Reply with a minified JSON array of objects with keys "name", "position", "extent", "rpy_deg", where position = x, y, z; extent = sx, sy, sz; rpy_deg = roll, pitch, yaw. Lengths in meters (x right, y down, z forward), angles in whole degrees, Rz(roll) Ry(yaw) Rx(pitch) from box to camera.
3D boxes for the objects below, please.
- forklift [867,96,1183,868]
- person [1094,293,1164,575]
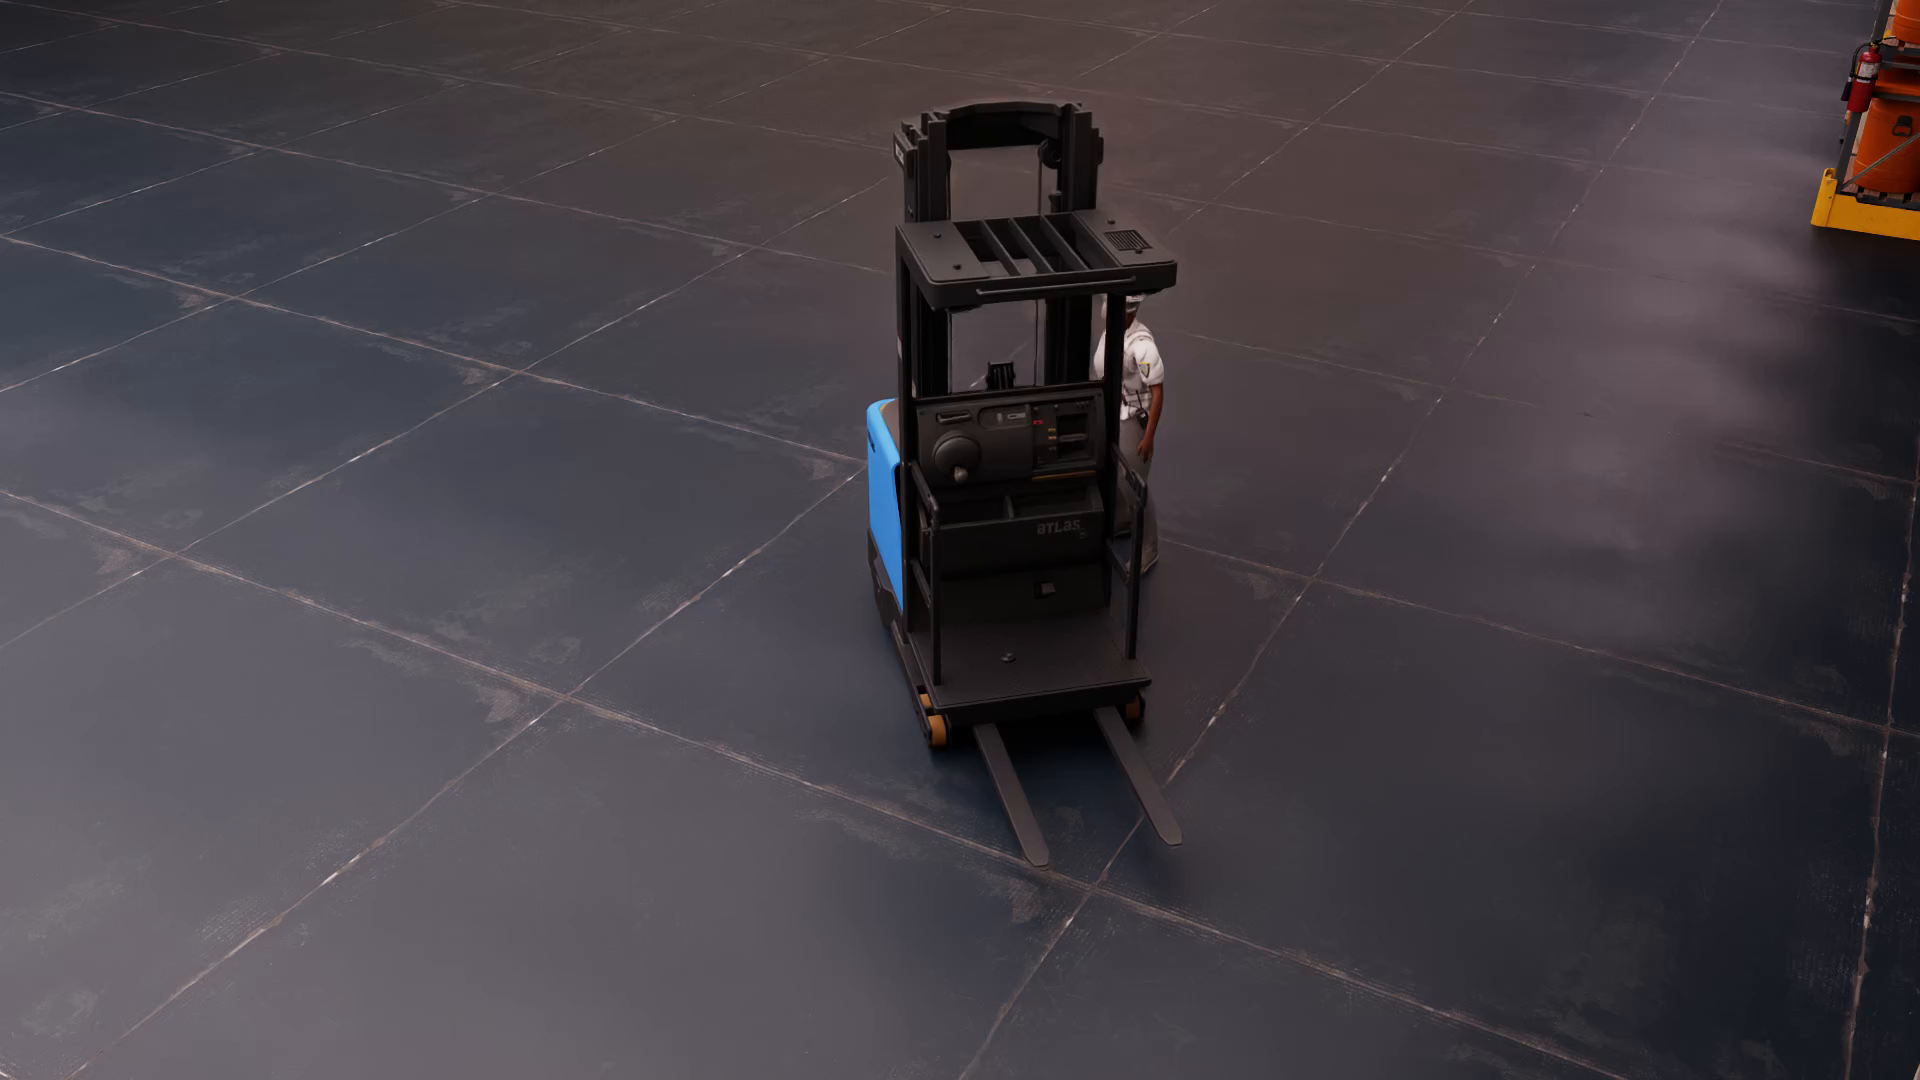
[{"name":"forklift","position":[0.304,-0.449,7.849],"extent":[1.130,2.935,3.031],"rpy_deg":[-7,31,-11]},{"name":"person","position":[0.953,-0.678,9.549],"extent":[0.377,1.636,0.727],"rpy_deg":[-16,34,-26]}]
